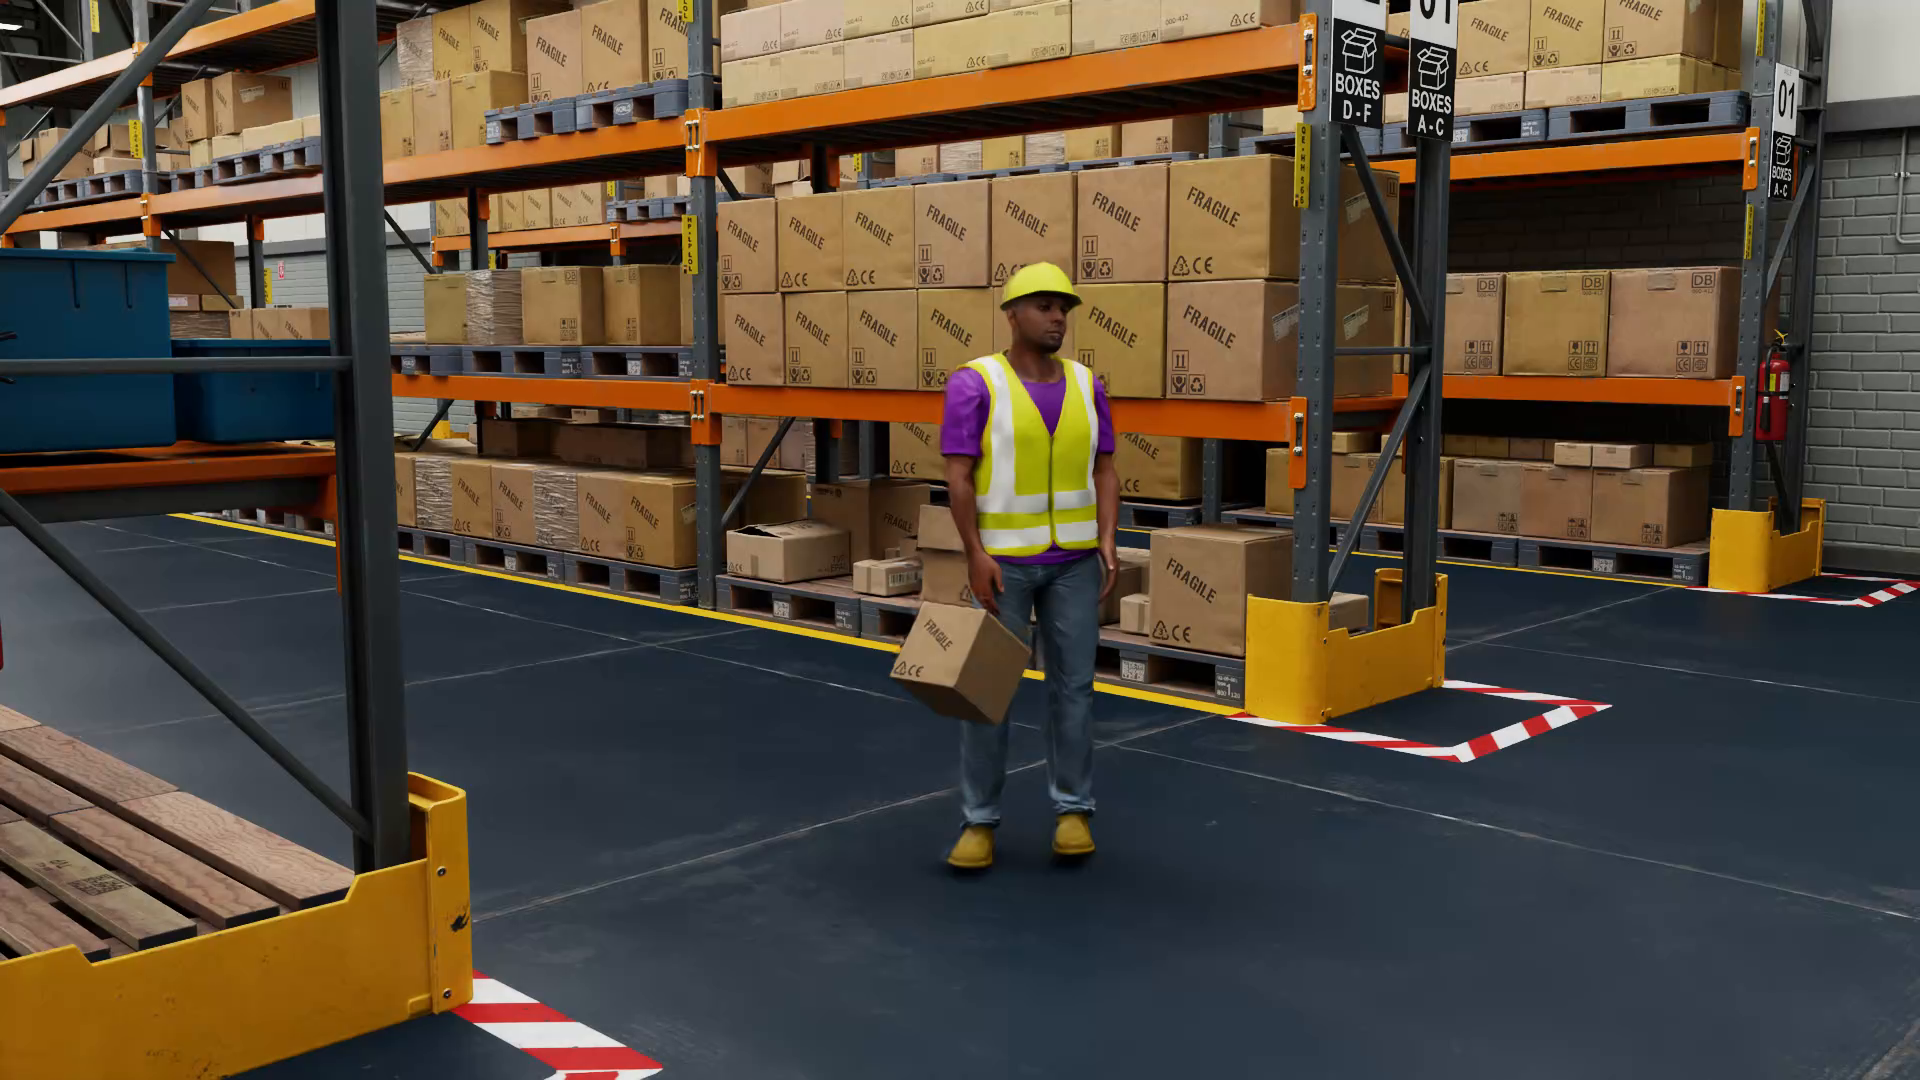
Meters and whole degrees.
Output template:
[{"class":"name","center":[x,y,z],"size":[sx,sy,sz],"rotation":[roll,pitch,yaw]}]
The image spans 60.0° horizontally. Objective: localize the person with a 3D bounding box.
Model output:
[{"class":"person","center":[-6.054,-0.484,9.440],"size":[9.033,1.776,13.367],"rotation":[-3,7,-21]}]
